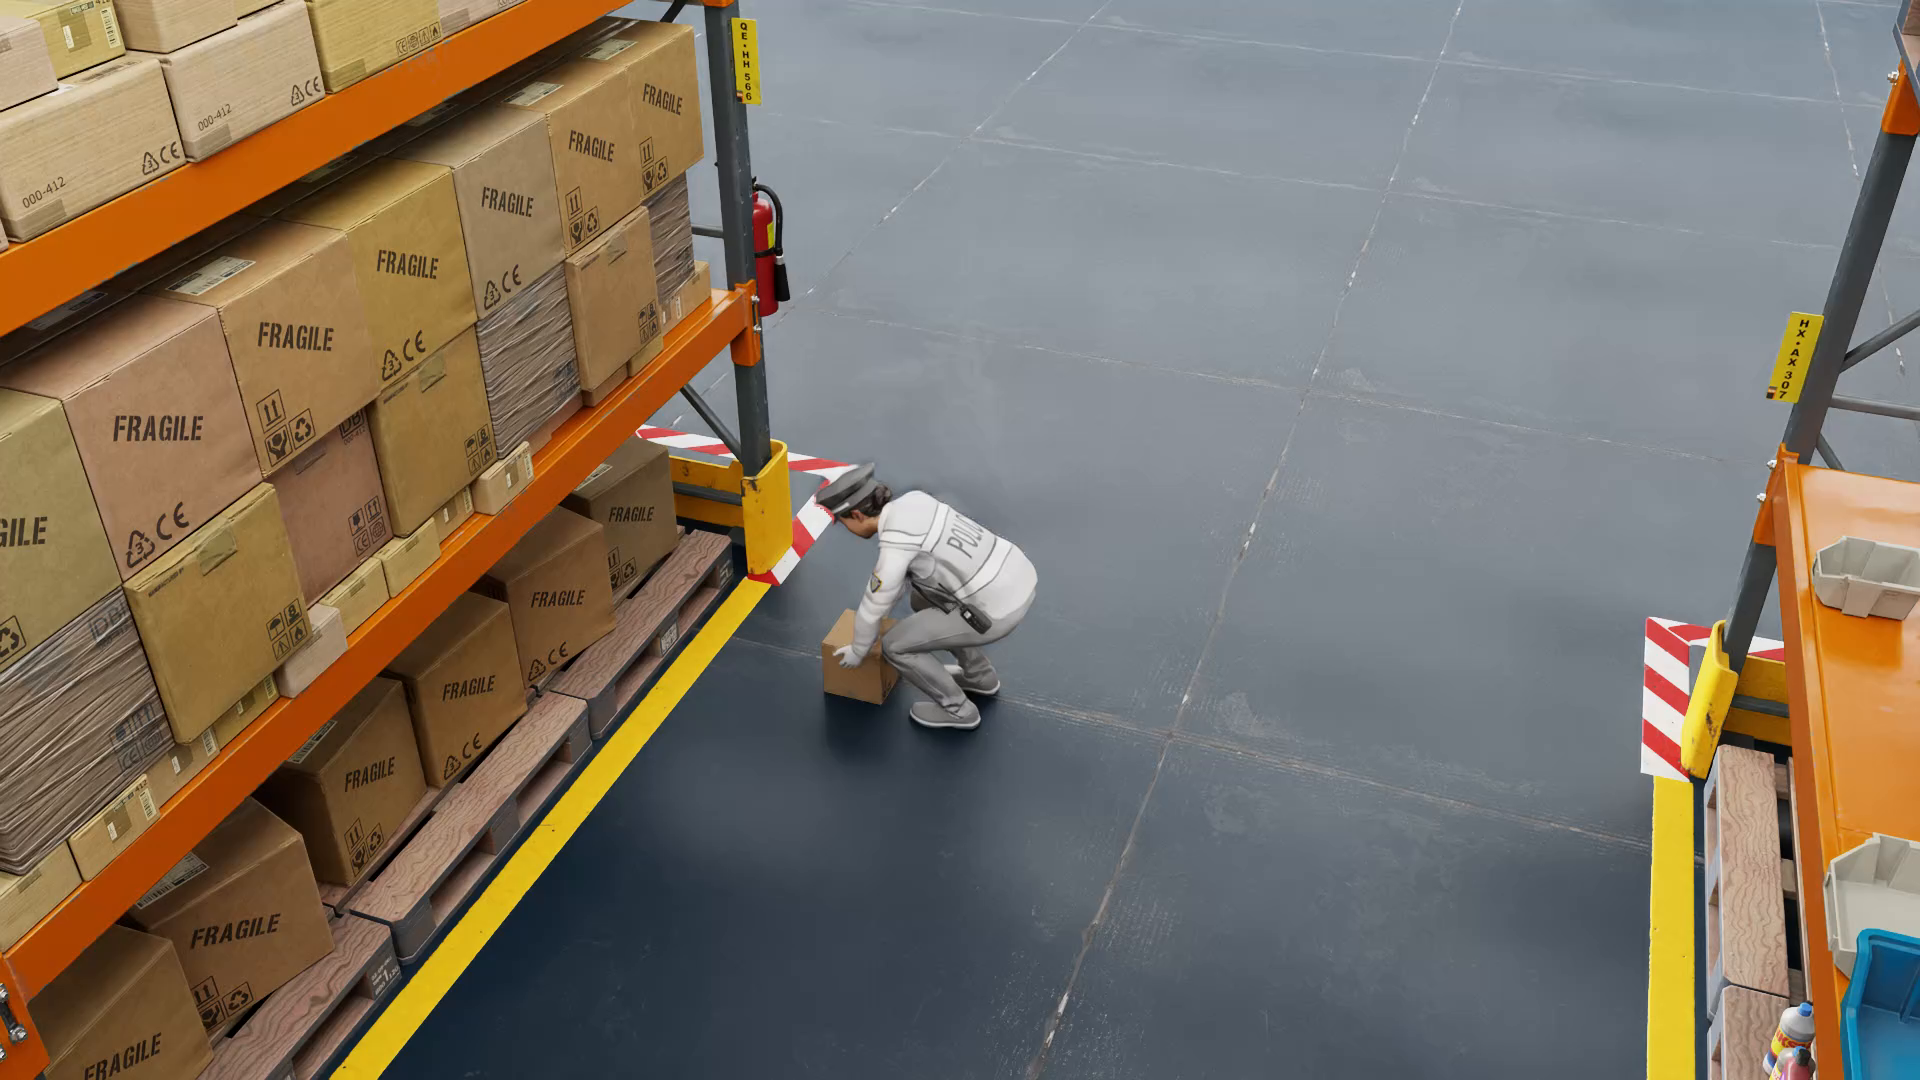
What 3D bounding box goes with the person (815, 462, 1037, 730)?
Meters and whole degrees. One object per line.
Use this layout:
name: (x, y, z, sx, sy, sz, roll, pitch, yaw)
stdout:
person: (-0.135, 0.212, 6.379, 0.831, 1.052, 0.502, 11, 35, 16)
